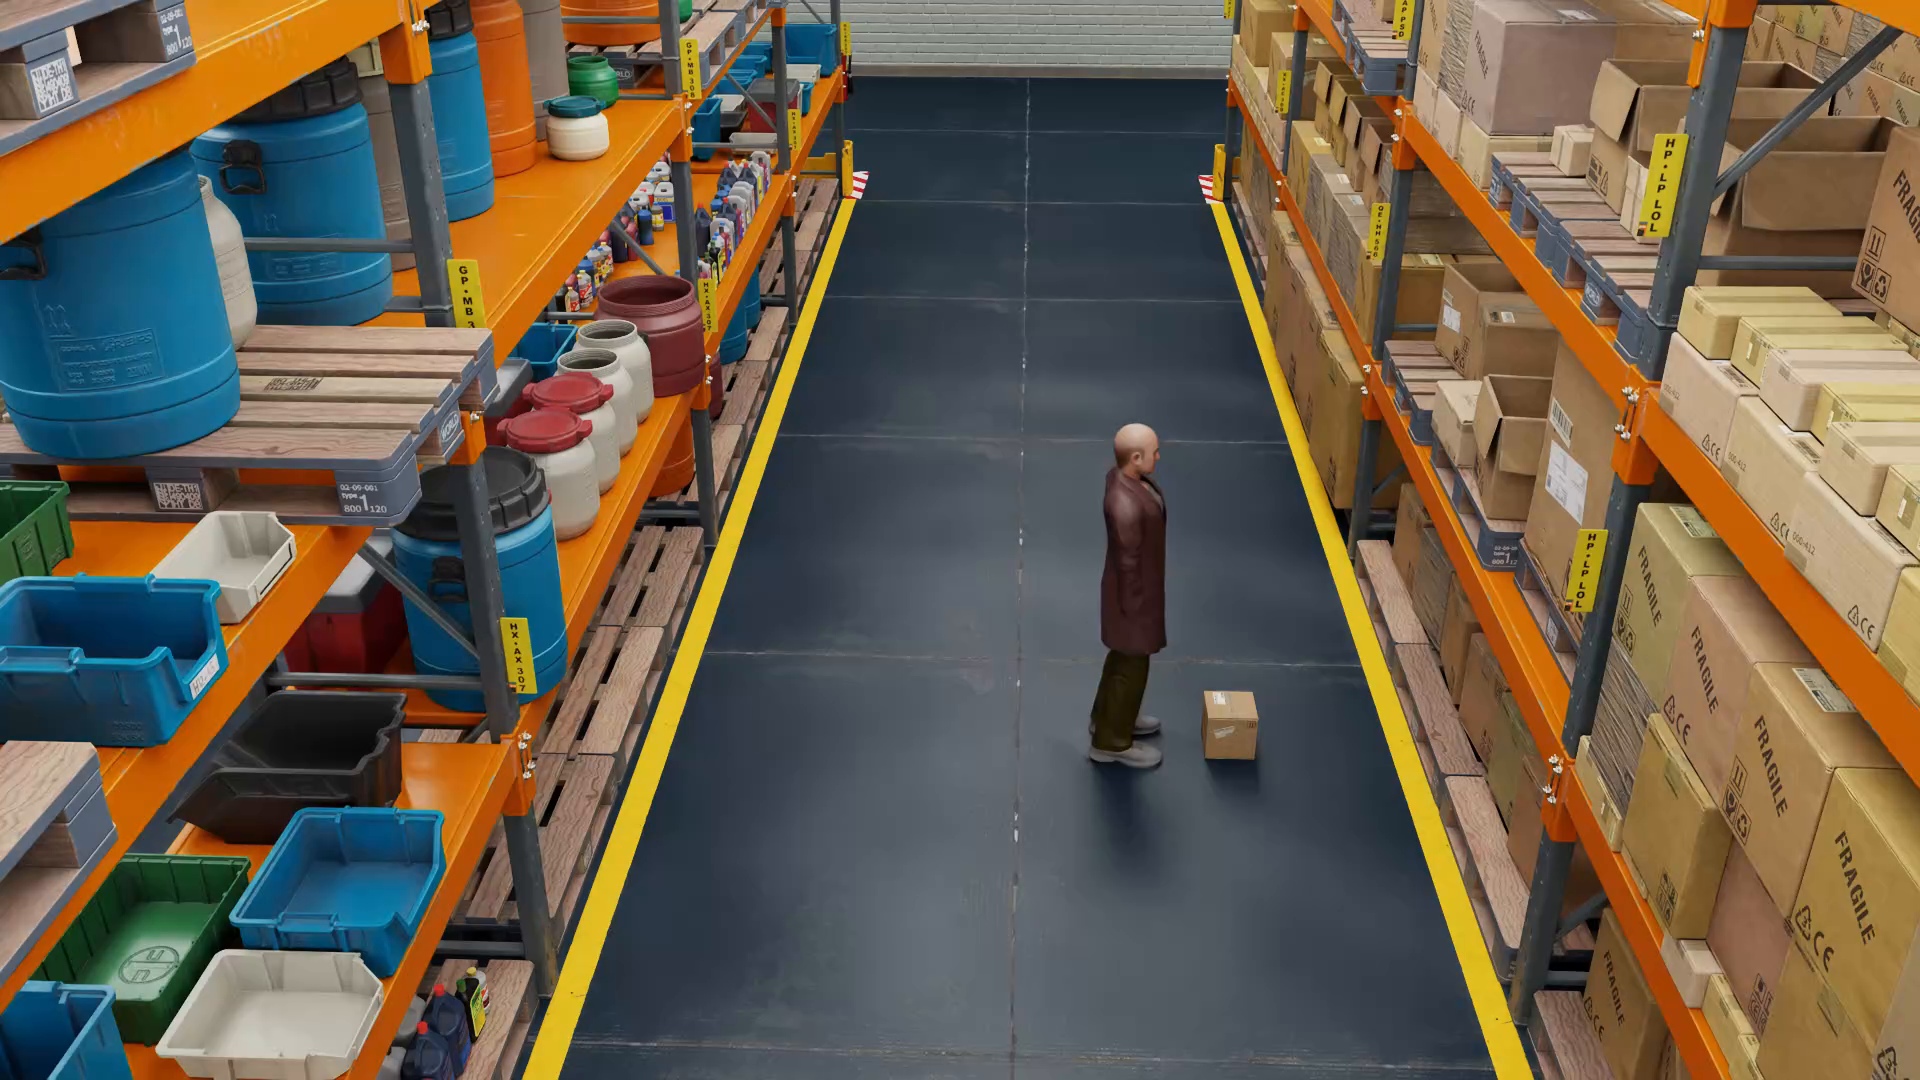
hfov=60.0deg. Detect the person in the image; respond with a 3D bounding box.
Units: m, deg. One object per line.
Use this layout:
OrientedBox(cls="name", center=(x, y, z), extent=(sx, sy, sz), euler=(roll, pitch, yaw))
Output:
OrientedBox(cls="person", center=(0.850, 0.254, 8.159), extent=(0.379, 1.778, 0.563), euler=(2, 28, 3))
